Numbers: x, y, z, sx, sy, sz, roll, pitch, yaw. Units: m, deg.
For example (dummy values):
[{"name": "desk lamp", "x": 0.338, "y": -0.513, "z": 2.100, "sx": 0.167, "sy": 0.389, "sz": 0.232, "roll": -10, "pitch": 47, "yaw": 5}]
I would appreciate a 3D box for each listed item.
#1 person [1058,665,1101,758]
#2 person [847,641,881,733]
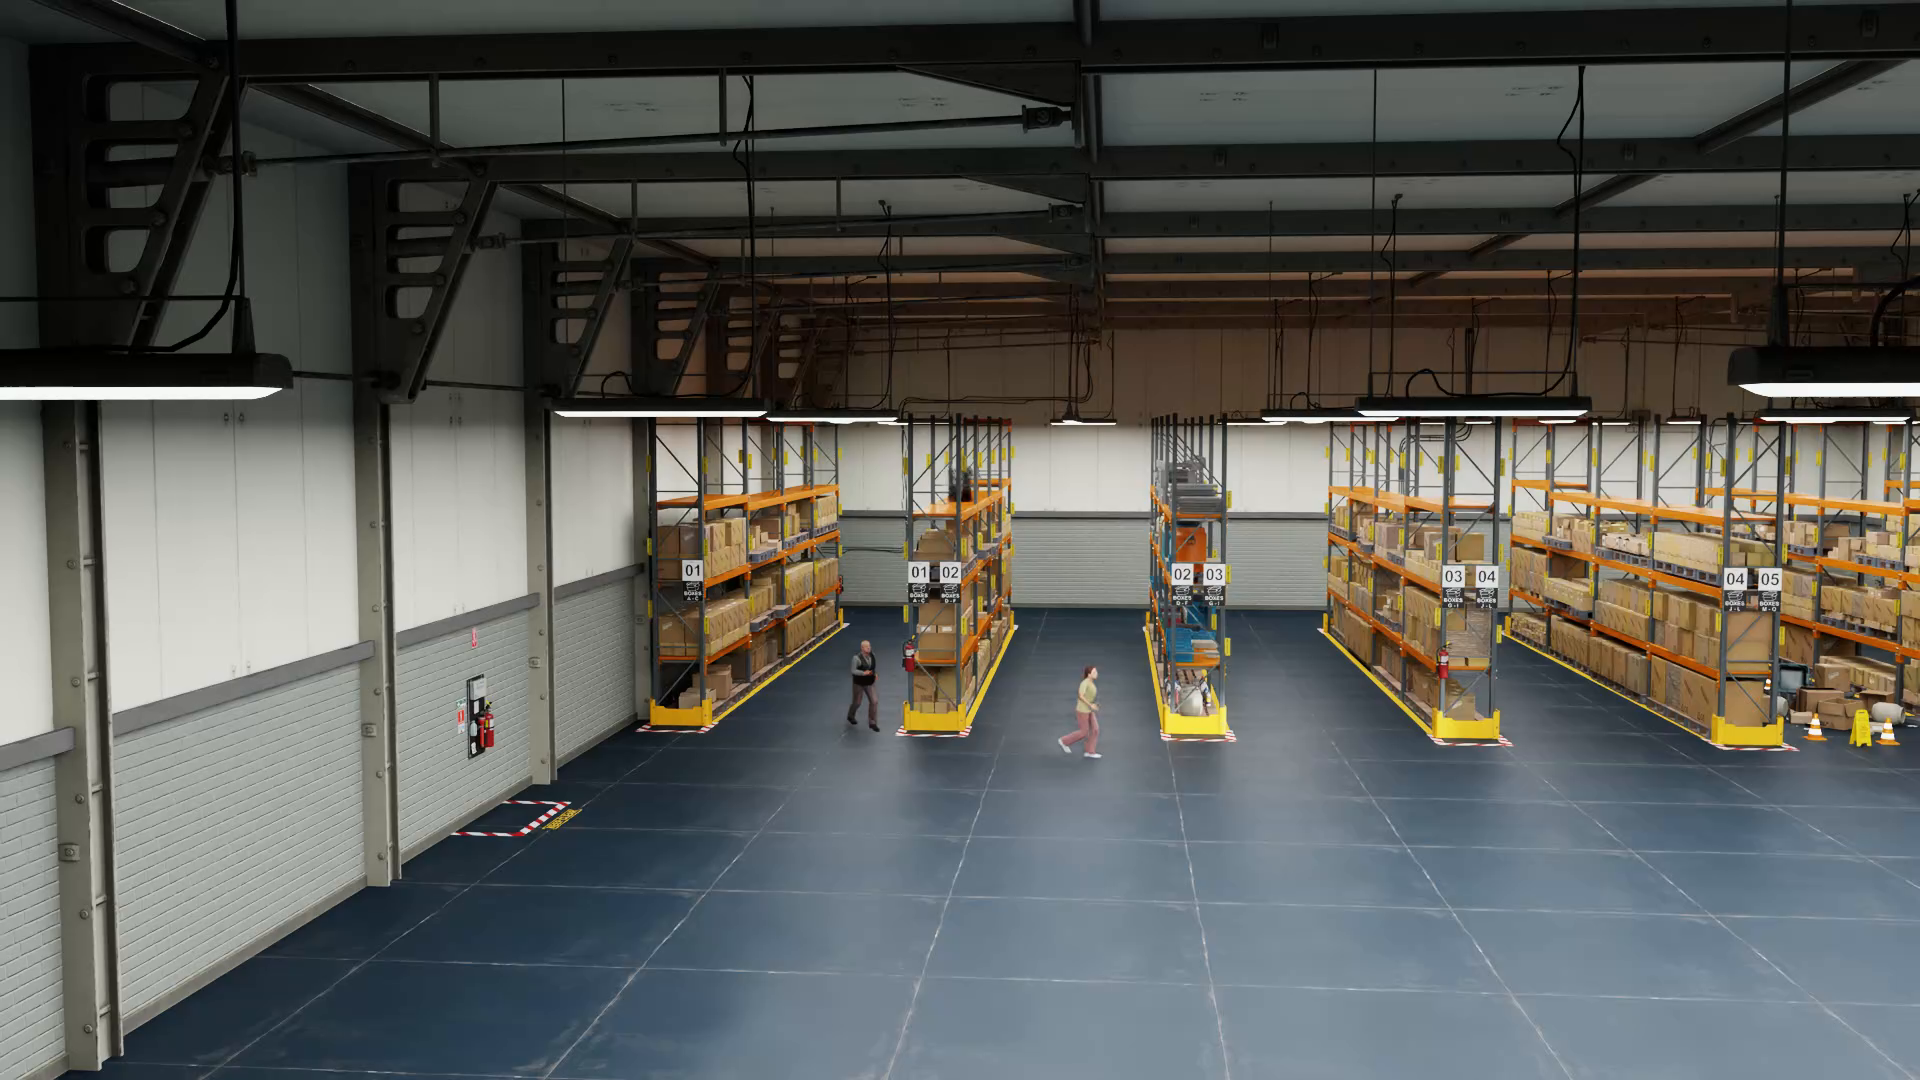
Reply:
[{"name": "person", "x": 2.099, "y": 2.966, "z": 28.904, "sx": 0.751, "sy": 1.605, "sz": 0.583, "roll": 2, "pitch": 4, "yaw": 22}, {"name": "person", "x": -1.845, "y": 2.750, "z": 31.541, "sx": 0.663, "sy": 1.717, "sz": 0.985, "roll": -3, "pitch": 5, "yaw": -33}]
